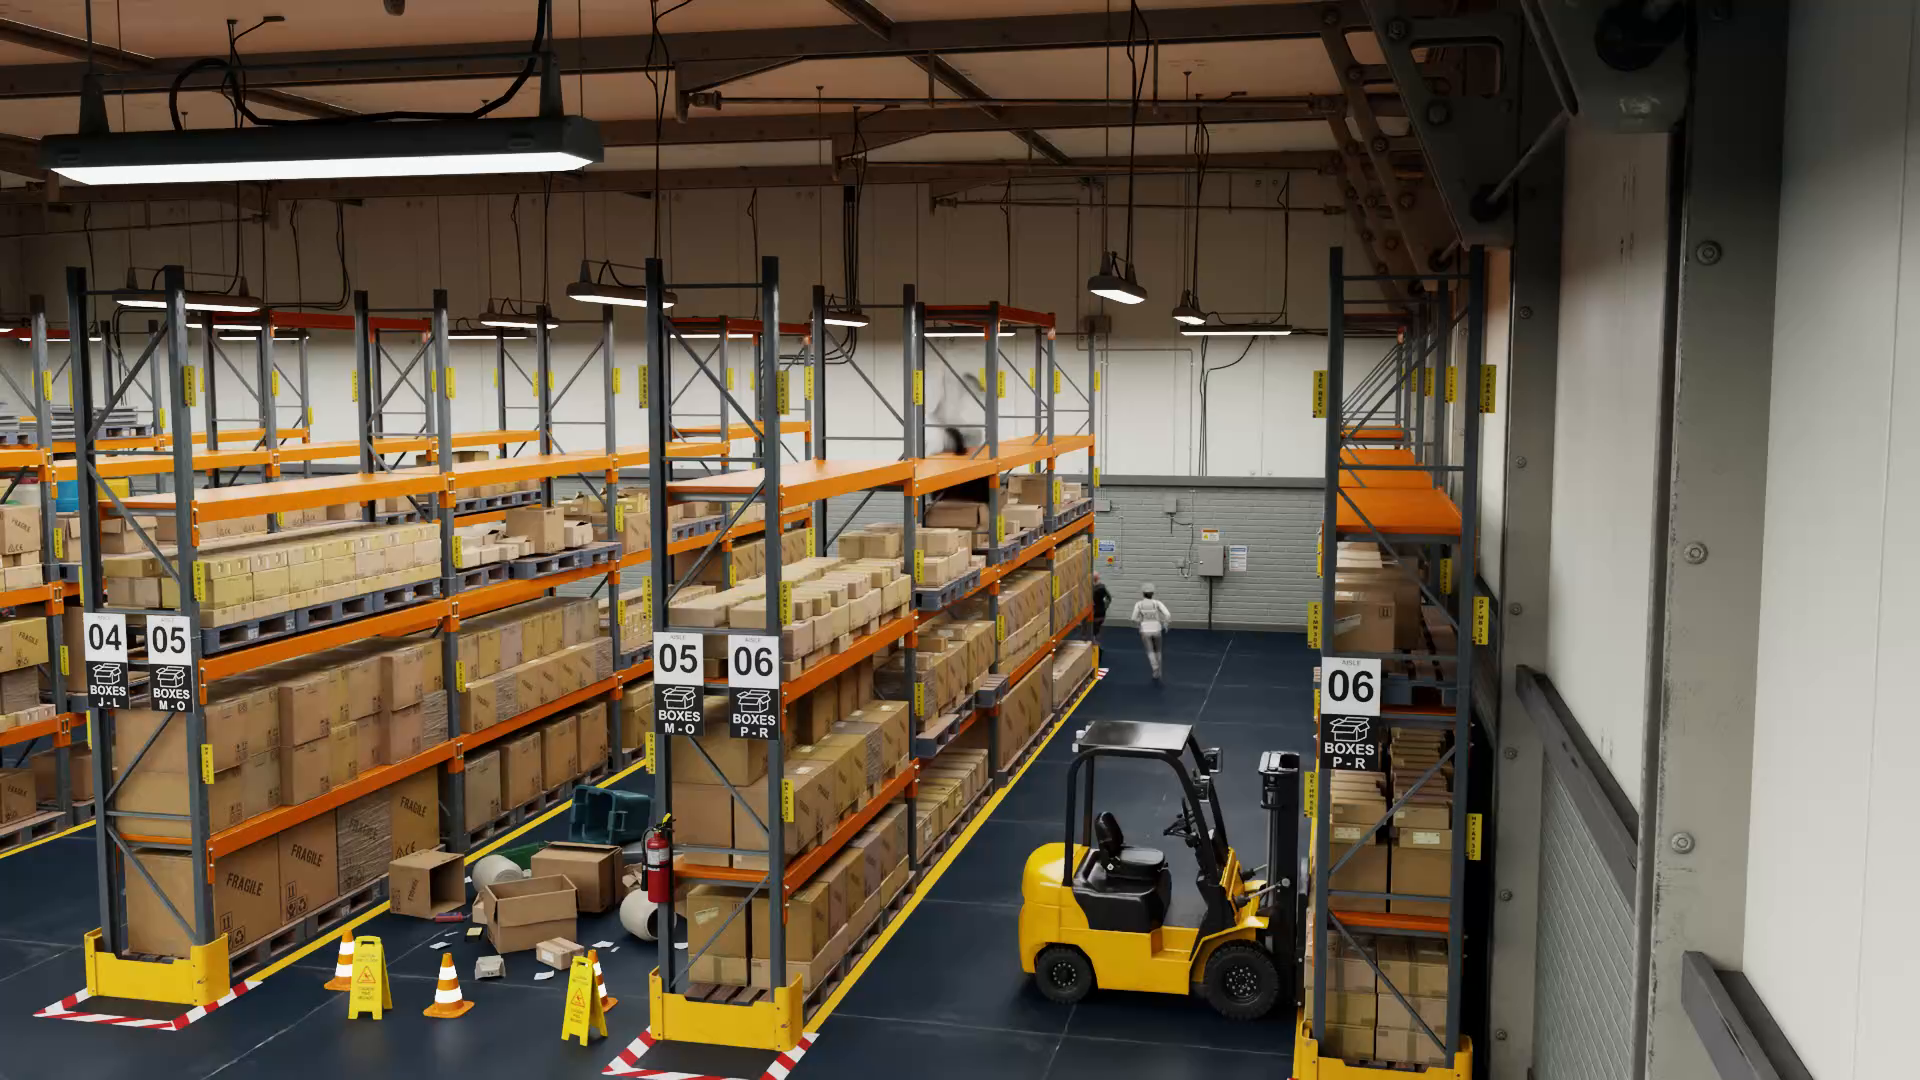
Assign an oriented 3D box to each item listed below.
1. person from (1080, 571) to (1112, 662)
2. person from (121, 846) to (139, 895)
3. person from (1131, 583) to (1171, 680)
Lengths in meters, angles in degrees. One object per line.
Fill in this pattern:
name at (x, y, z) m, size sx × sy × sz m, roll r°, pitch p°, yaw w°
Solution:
person at (2.346, 1.362, 29.535) m, size 0.713 × 1.669 × 0.511 m, roll -4°, pitch 7°, yaw -33°
person at (-8.157, 2.586, 16.817) m, size 0.640 × 1.818 × 0.910 m, roll 1°, pitch 6°, yaw 6°
person at (3.164, 1.566, 27.658) m, size 0.655 × 1.686 × 0.781 m, roll 0°, pitch 6°, yaw 3°
